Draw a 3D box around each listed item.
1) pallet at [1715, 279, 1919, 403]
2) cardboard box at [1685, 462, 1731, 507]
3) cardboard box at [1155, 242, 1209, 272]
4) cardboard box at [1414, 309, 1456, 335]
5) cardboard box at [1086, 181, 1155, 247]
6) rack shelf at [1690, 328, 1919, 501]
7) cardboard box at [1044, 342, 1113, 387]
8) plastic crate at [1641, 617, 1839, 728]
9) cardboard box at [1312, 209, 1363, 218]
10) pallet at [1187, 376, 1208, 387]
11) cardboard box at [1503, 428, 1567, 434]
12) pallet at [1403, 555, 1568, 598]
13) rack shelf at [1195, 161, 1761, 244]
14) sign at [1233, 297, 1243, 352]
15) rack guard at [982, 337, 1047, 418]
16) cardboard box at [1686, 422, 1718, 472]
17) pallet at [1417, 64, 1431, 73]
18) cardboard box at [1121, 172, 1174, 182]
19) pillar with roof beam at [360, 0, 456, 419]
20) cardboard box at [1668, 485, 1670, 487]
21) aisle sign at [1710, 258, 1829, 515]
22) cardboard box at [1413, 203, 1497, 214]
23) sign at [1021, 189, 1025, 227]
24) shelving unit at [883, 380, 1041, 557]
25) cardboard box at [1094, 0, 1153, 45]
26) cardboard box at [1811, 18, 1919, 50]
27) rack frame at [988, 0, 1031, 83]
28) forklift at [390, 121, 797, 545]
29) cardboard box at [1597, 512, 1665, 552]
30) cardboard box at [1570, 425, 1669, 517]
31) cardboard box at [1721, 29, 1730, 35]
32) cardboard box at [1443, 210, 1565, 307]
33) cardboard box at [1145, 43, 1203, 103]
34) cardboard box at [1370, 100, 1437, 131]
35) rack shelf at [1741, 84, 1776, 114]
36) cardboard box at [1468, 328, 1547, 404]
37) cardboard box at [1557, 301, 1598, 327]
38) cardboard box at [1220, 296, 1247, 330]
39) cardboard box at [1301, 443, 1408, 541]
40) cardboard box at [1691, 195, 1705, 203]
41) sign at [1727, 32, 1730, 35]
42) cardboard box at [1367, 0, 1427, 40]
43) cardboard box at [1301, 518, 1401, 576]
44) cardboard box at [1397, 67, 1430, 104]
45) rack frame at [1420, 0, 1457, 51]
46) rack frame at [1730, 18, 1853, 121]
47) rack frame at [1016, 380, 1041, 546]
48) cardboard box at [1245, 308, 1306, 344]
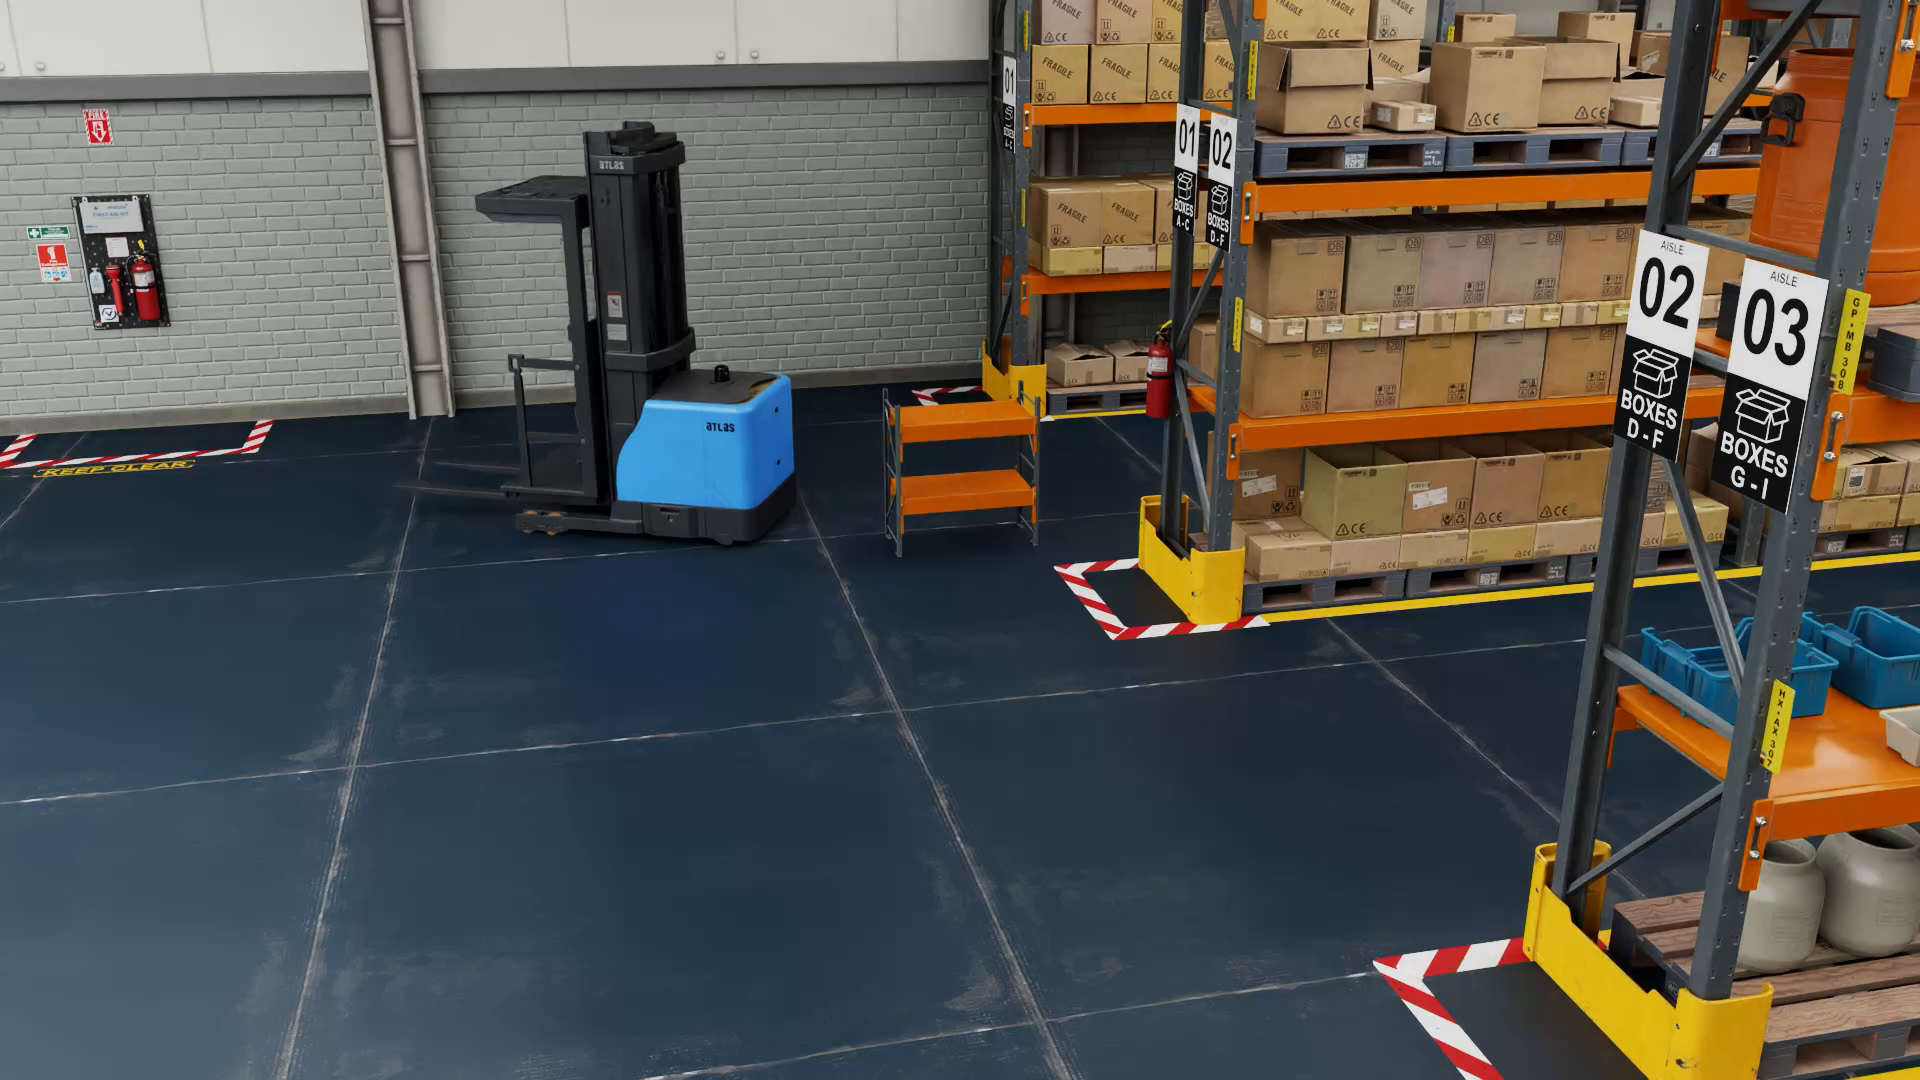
[{"bbox_3d":[3.542,-0.756,5.930,1.213,0.211,1.003,-5,21,-12],"label":"pallet"},{"bbox_3d":[5.807,-0.414,12.471,0.500,0.250,0.500,-5,21,-13],"label":"cardboard box"},{"bbox_3d":[1.982,-2.675,15.445,0.500,0.250,0.500,-5,21,-13],"label":"cardboard box"},{"bbox_3d":[3.014,-1.454,10.835,0.250,0.149,0.380,-5,21,-14],"label":"cardboard box"},{"bbox_3d":[1.451,-2.983,15.197,0.500,0.500,0.500,-5,21,-12],"label":"cardboard box"},{"bbox_3d":[4.660,-0.632,6.364,4.000,0.370,1.077,-5,21,-12],"label":"rack shelf"},{"bbox_3d":[1.128,-1.688,15.831,0.500,0.311,0.500,-7,21,-19],"label":"cardboard box"},{"bbox_3d":[3.132,0.527,6.731,0.616,0.251,0.499,-5,21,-12],"label":"plastic crate"},{"bbox_3d":[3.454,-3.145,15.637,0.500,0.500,0.500,-5,21,-13],"label":"cardboard box"},{"bbox_3d":[2.492,-1.564,16.277,1.213,0.211,1.003,-5,21,-12],"label":"pallet"},{"bbox_3d":[3.974,-0.625,11.957,0.500,0.500,0.500,-5,21,-12],"label":"cardboard box"},{"bbox_3d":[3.497,0.078,11.795,1.213,0.211,1.003,-5,21,-12],"label":"pallet"},{"bbox_3d":[3.524,-2.290,10.891,4.000,0.370,1.077,-5,21,-12],"label":"rack shelf"},{"bbox_3d":[1.700,-1.319,10.180,0.005,0.325,0.100,-5,21,-12],"label":"sign"},{"bbox_3d":[0.508,-1.552,15.824,0.348,0.500,1.175,-5,21,-12],"label":"rack guard"},{"bbox_3d":[5.799,-0.675,12.369,0.500,0.311,0.500,-5,21,-12],"label":"cardboard box"},{"bbox_3d":[4.952,-4.369,15.794,1.003,0.211,1.213,-5,21,-12],"label":"pallet"},{"bbox_3d":[1.838,-3.198,15.782,0.500,0.500,0.500,-5,21,-14],"label":"cardboard box"},{"bbox_3d":[-3.932,-3.965,10.057,0.400,9.000,9.100,-5,21,-12],"label":"pillar with roof beam"},{"bbox_3d":[4.950,-0.349,12.293,0.500,0.250,0.500,-5,21,-12],"label":"cardboard box"},{"bbox_3d":[2.711,-0.520,5.594,0.004,0.787,0.394,-5,21,-12],"label":"aisle sign"},{"bbox_3d":[4.830,-3.318,16.227,0.500,0.500,0.700,-5,21,-12],"label":"cardboard box"},{"bbox_3d":[0.559,-2.944,14.732,0.005,0.325,0.100,-5,21,-12],"label":"sign"},{"bbox_3d":[0.007,-0.529,12.123,1.048,1.125,0.538,-5,21,-12],"label":"shelving unit"},{"bbox_3d":[1.365,-4.626,14.592,0.500,0.500,0.500,-5,21,-13],"label":"cardboard box"},{"bbox_3d":[6.080,-3.301,11.121,0.500,0.500,0.500,-4,21,-12],"label":"cardboard box"},{"bbox_3d":[0.434,-5.536,14.345,0.127,3.000,1.000,-5,21,-12],"label":"rack frame"},{"bbox_3d":[-2.842,-1.584,12.378,3.031,2.935,1.130,4,21,12],"label":"forklift"},{"bbox_3d":[4.581,-0.138,11.717,0.500,0.250,0.500,-5,21,-12],"label":"cardboard box"},{"bbox_3d":[4.580,-0.491,11.590,0.500,0.500,0.500,-5,21,-12],"label":"cardboard box"},{"bbox_3d":[7.466,-4.837,16.624,0.500,0.500,0.500,-5,21,-12],"label":"cardboard box"},{"bbox_3d":[3.575,-1.878,11.048,0.500,0.500,0.700,-5,21,-12],"label":"cardboard box"},{"bbox_3d":[1.853,-4.200,14.884,0.500,0.500,0.500,-4,20,-10],"label":"cardboard box"},{"bbox_3d":[2.763,-2.649,10.375,0.250,0.149,0.380,-5,21,-12],"label":"cardboard box"},{"bbox_3d":[6.273,-4.265,16.281,4.000,0.370,1.077,-5,21,-12],"label":"rack shelf"},{"bbox_3d":[3.541,-1.265,11.260,0.500,0.500,0.700,-4,21,-11],"label":"cardboard box"},{"bbox_3d":[4.019,-1.536,11.059,0.250,0.149,0.380,-4,21,-11],"label":"cardboard box"},{"bbox_3d":[1.906,-1.507,10.979,0.250,0.149,0.380,-5,21,-13],"label":"cardboard box"},{"bbox_3d":[2.637,-0.328,11.145,0.500,0.500,0.500,-5,21,-12],"label":"cardboard box"},{"bbox_3d":[7.227,-3.512,16.757,0.500,0.500,0.700,-7,21,-18],"label":"cardboard box"},{"bbox_3d":[5.336,-3.358,11.550,0.005,0.325,0.100,-5,21,-12],"label":"sign"},{"bbox_3d":[3.902,-4.840,15.177,0.500,0.500,0.500,-6,21,-17],"label":"cardboard box"},{"bbox_3d":[2.637,0.024,11.276,0.500,0.250,0.500,-5,21,-12],"label":"cardboard box"},{"bbox_3d":[3.179,-2.914,10.864,0.500,0.311,0.500,-2,20,-6],"label":"cardboard box"},{"bbox_3d":[4.327,-5.853,15.210,0.127,3.000,1.000,-5,21,-12],"label":"rack frame"},{"bbox_3d":[5.471,-4.195,10.684,0.127,3.000,1.000,-5,21,-12],"label":"rack frame"},{"bbox_3d":[0.501,-0.569,12.232,0.032,1.125,0.500,-5,21,-12],"label":"rack frame"},{"bbox_3d":[2.009,-1.372,10.611,0.250,0.149,0.380,-5,21,-13],"label":"cardboard box"}]
